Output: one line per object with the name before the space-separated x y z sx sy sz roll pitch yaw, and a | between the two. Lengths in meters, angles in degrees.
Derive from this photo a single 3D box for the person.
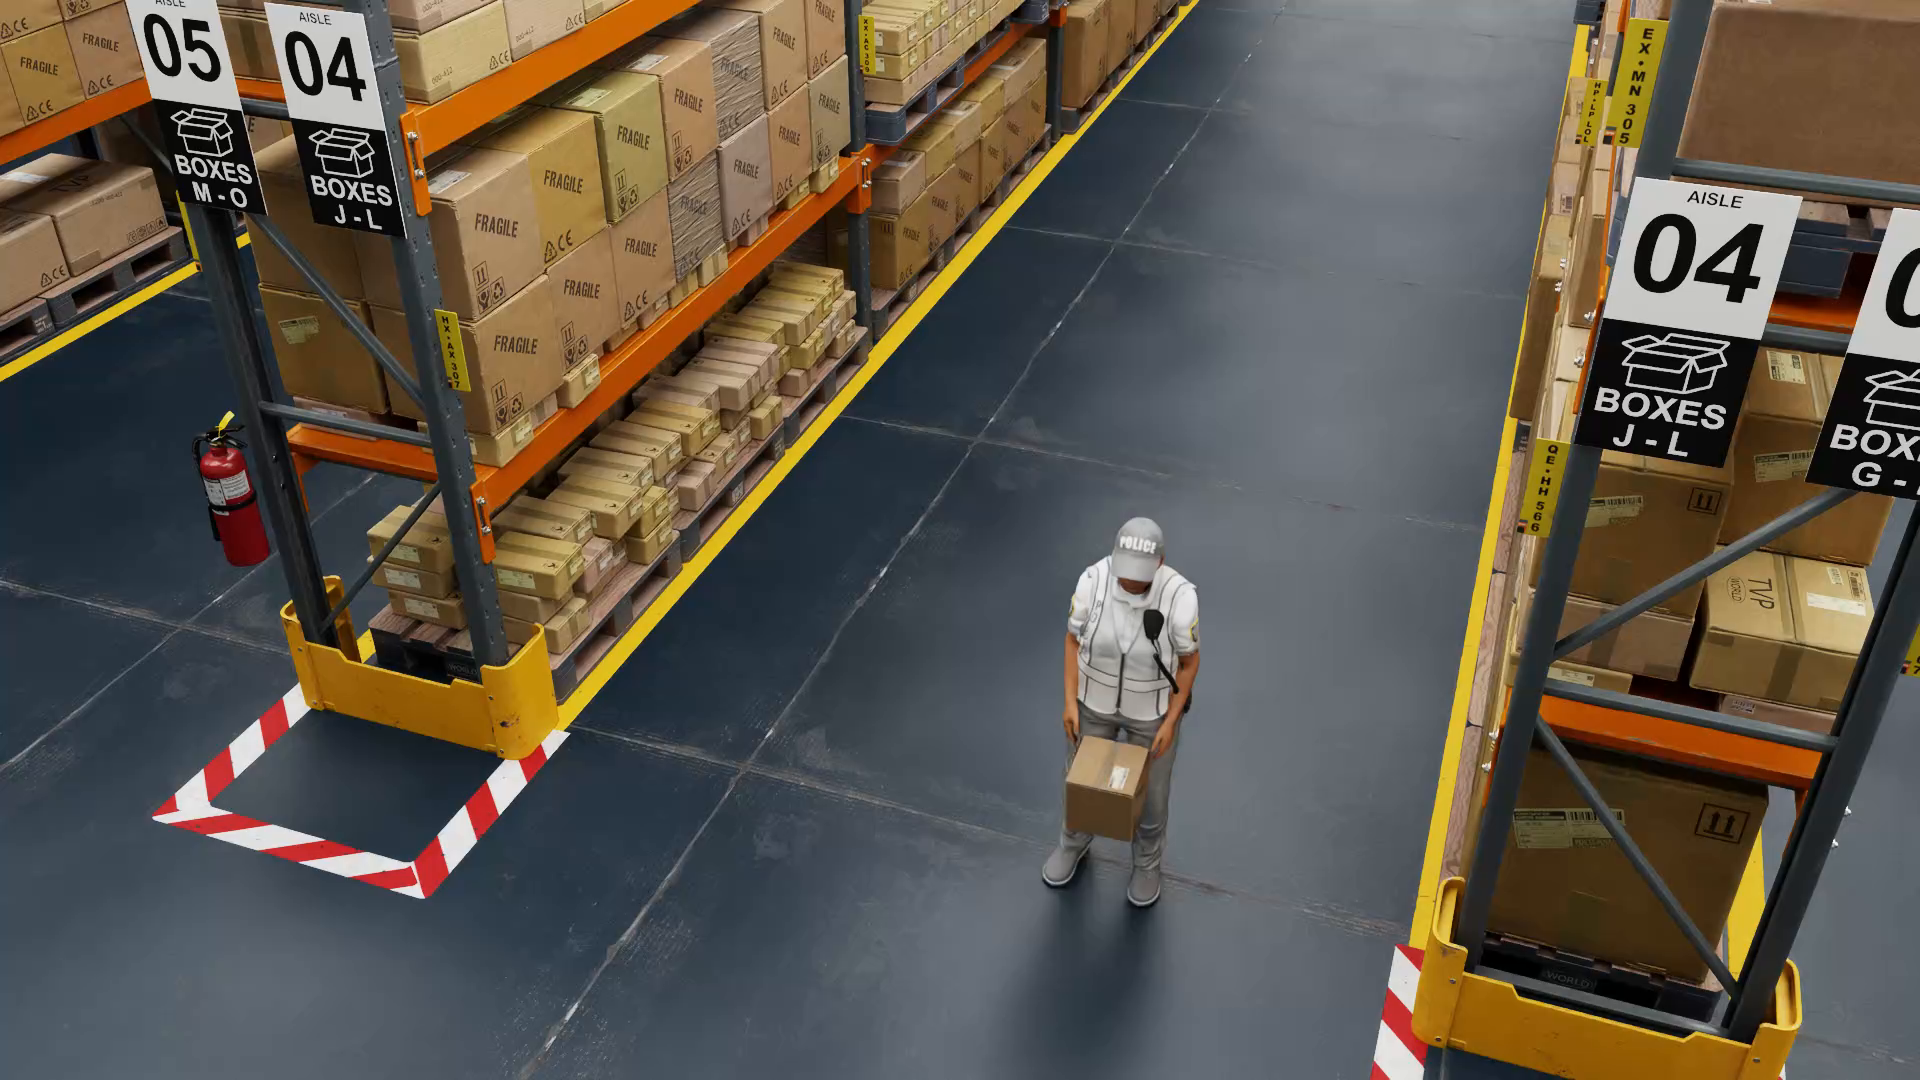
person | 0.613 0.614 6.201 0.519 1.671 0.424 10 35 15
